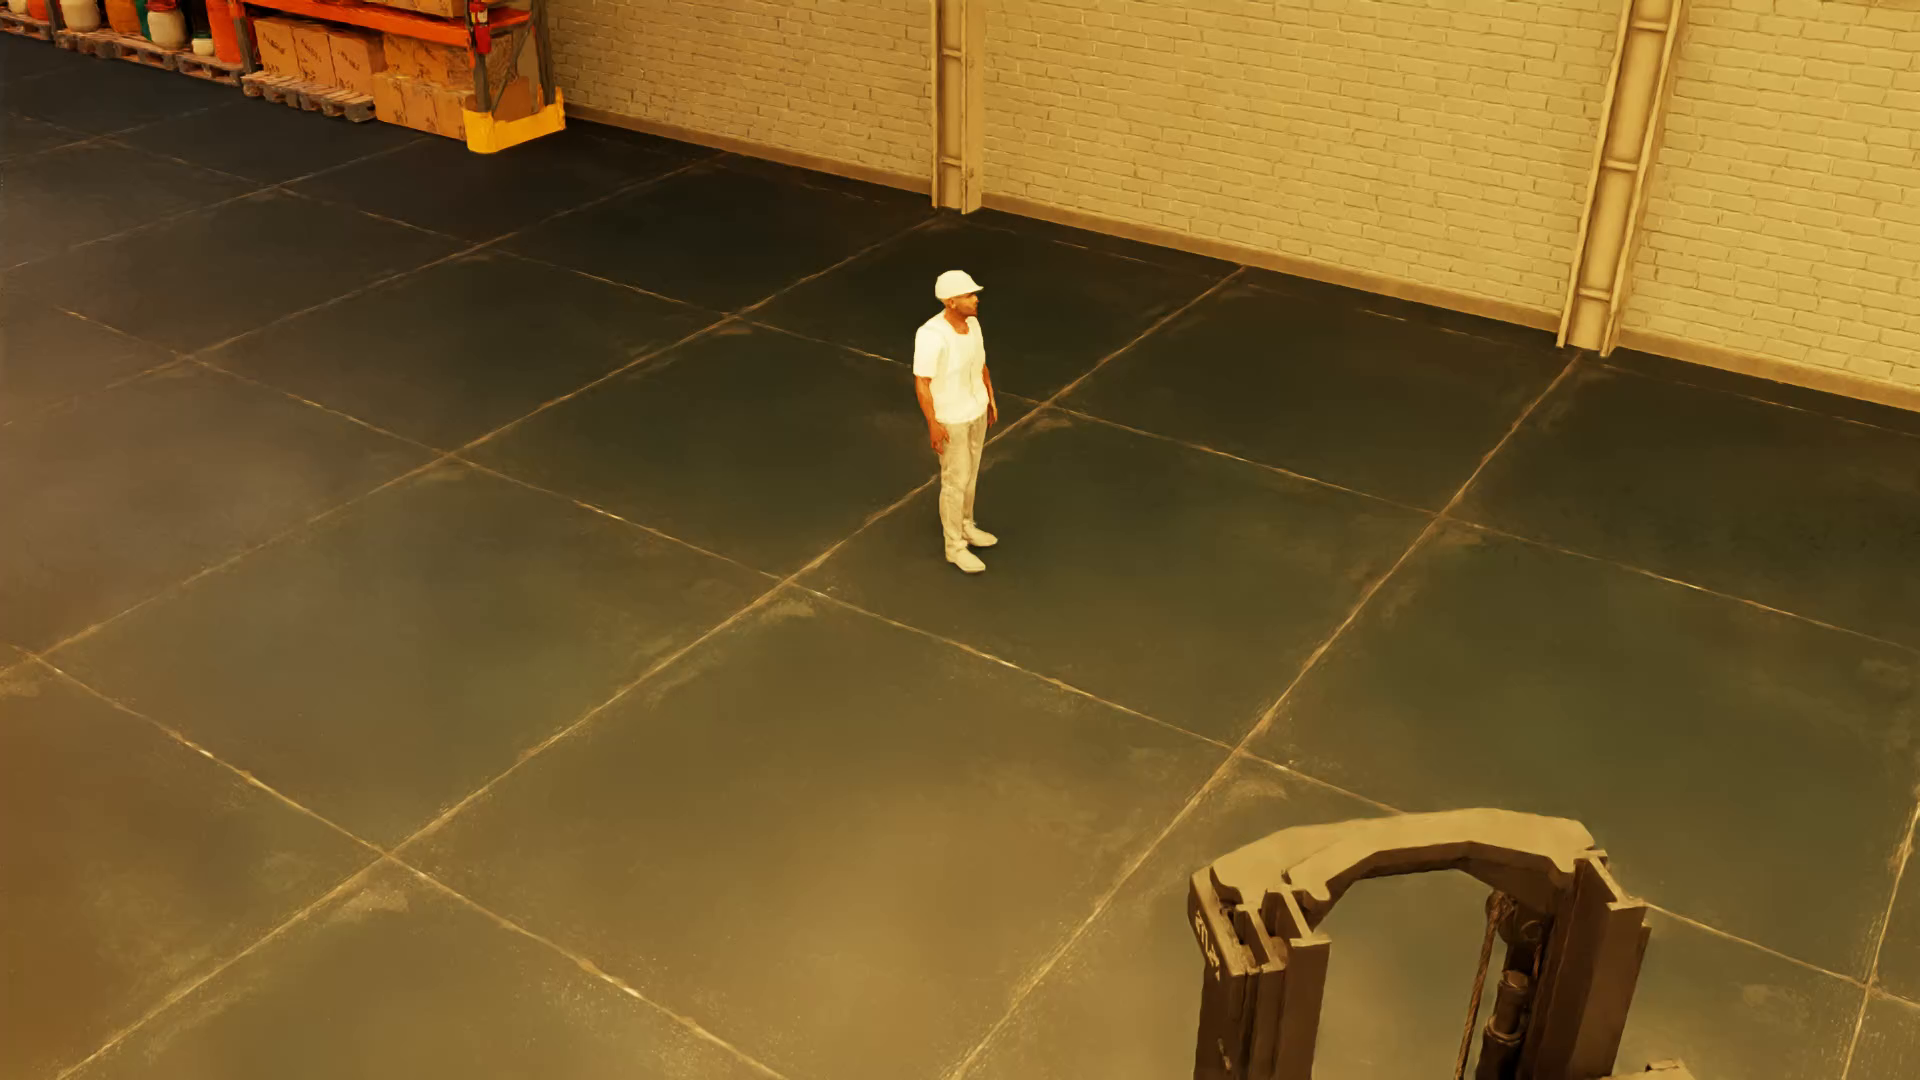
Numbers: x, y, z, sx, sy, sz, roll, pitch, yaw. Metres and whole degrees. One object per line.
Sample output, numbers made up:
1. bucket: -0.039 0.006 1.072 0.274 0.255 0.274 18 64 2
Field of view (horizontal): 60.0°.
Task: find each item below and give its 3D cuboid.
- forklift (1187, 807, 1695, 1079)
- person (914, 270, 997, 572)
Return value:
1. forklift: 1.079 2.205 3.784 1.130 2.935 3.031 -5 30 -8
2. person: 0.055 -0.748 10.015 0.576 1.766 0.665 19 35 29
